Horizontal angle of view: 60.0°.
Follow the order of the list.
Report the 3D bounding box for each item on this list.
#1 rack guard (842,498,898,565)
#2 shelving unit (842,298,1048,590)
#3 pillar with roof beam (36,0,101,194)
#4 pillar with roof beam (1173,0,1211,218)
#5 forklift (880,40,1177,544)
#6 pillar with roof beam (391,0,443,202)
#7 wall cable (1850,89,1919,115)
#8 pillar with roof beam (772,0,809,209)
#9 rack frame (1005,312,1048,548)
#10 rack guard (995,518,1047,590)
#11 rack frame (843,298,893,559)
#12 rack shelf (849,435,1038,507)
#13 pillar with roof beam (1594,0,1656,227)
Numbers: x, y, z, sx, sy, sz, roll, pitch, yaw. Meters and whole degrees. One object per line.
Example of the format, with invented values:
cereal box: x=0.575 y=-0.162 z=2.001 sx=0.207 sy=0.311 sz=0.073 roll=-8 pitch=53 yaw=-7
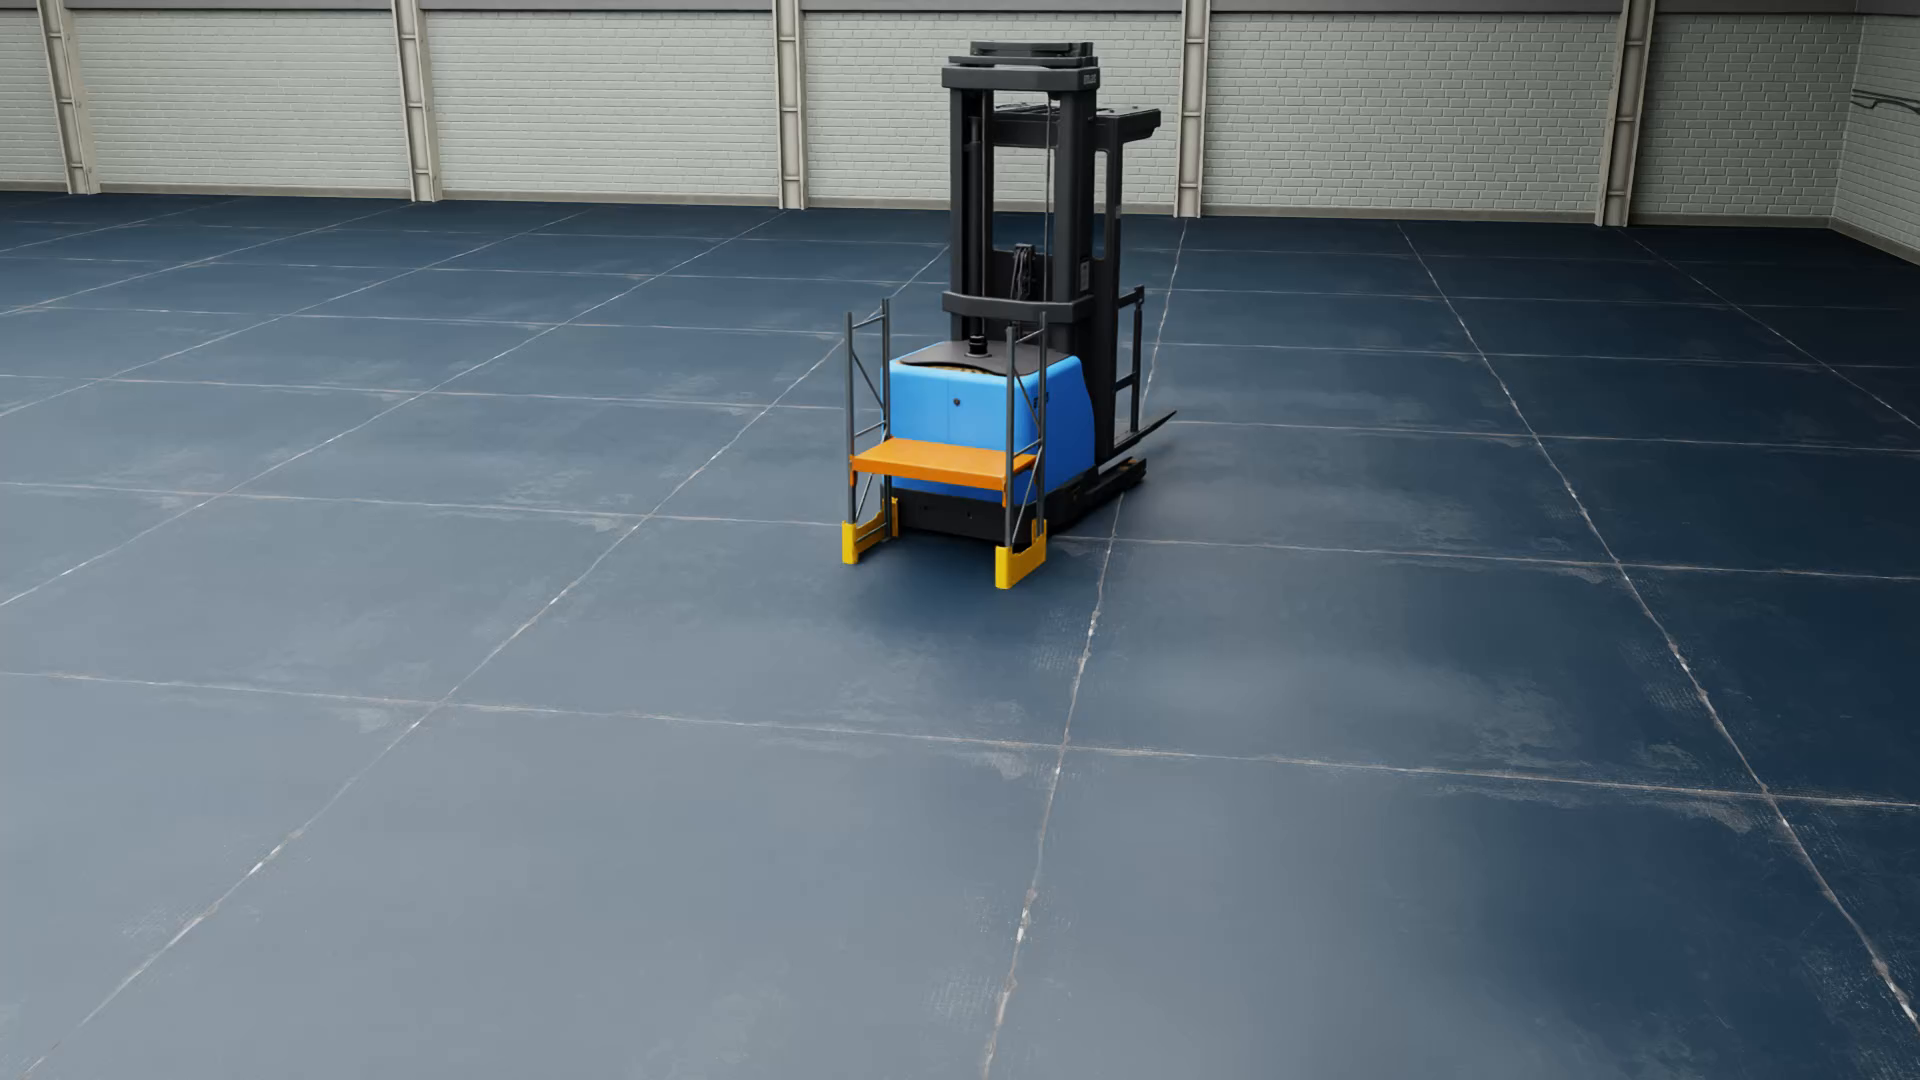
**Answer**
rack guard: x=-0.540 y=-0.059 z=10.085 sx=0.087 sy=0.250 sz=0.587 roll=9 pitch=20 yaw=24
shelving unit: x=-0.091 y=-0.583 z=9.683 sx=1.083 sy=1.500 sz=0.587 roll=9 pitch=20 yaw=24
pillar with roof beam: x=-15.082 y=-8.630 z=21.915 sx=0.400 sy=9.000 sz=9.100 roll=3 pitch=19 yaw=9
pillar with roof beam: x=2.690 y=-7.724 z=19.207 sx=0.400 sy=9.000 sz=9.100 roll=3 pitch=19 yaw=9
forklift: x=0.632 y=-1.788 z=11.029 sx=1.130 sy=2.935 sz=3.031 roll=9 pitch=21 yaw=26
pillar with roof beam: x=-9.158 y=-8.328 z=21.012 sx=0.400 sy=9.000 sz=9.100 roll=3 pitch=19 yaw=9
wall cable: x=11.996 y=-6.736 z=21.147 sx=0.112 sy=2.526 sz=3.097 roll=3 pitch=19 yaw=9
pillar with roof beam: x=-3.234 y=-8.026 z=20.110 sx=0.400 sy=9.000 sz=9.100 roll=3 pitch=19 yaw=9
rack frame: x=0.376 y=-0.513 z=9.472 sx=0.032 sy=1.500 sz=0.500 roll=9 pitch=20 yaw=24
rack guard: x=0.359 y=0.077 z=9.678 sx=0.087 sy=0.250 sz=0.587 roll=9 pitch=20 yaw=24
rack frame: x=-0.541 y=-0.652 z=9.887 sx=0.032 sy=1.500 sz=0.500 roll=9 pitch=20 yaw=24
rack shelf: x=-0.082 y=-0.412 z=9.737 sx=1.000 sy=0.185 sz=0.538 roll=9 pitch=20 yaw=24
pillar with roof beam: x=8.614 y=-7.422 z=18.305 sx=0.400 sy=9.000 sz=9.100 roll=3 pitch=19 yaw=9
